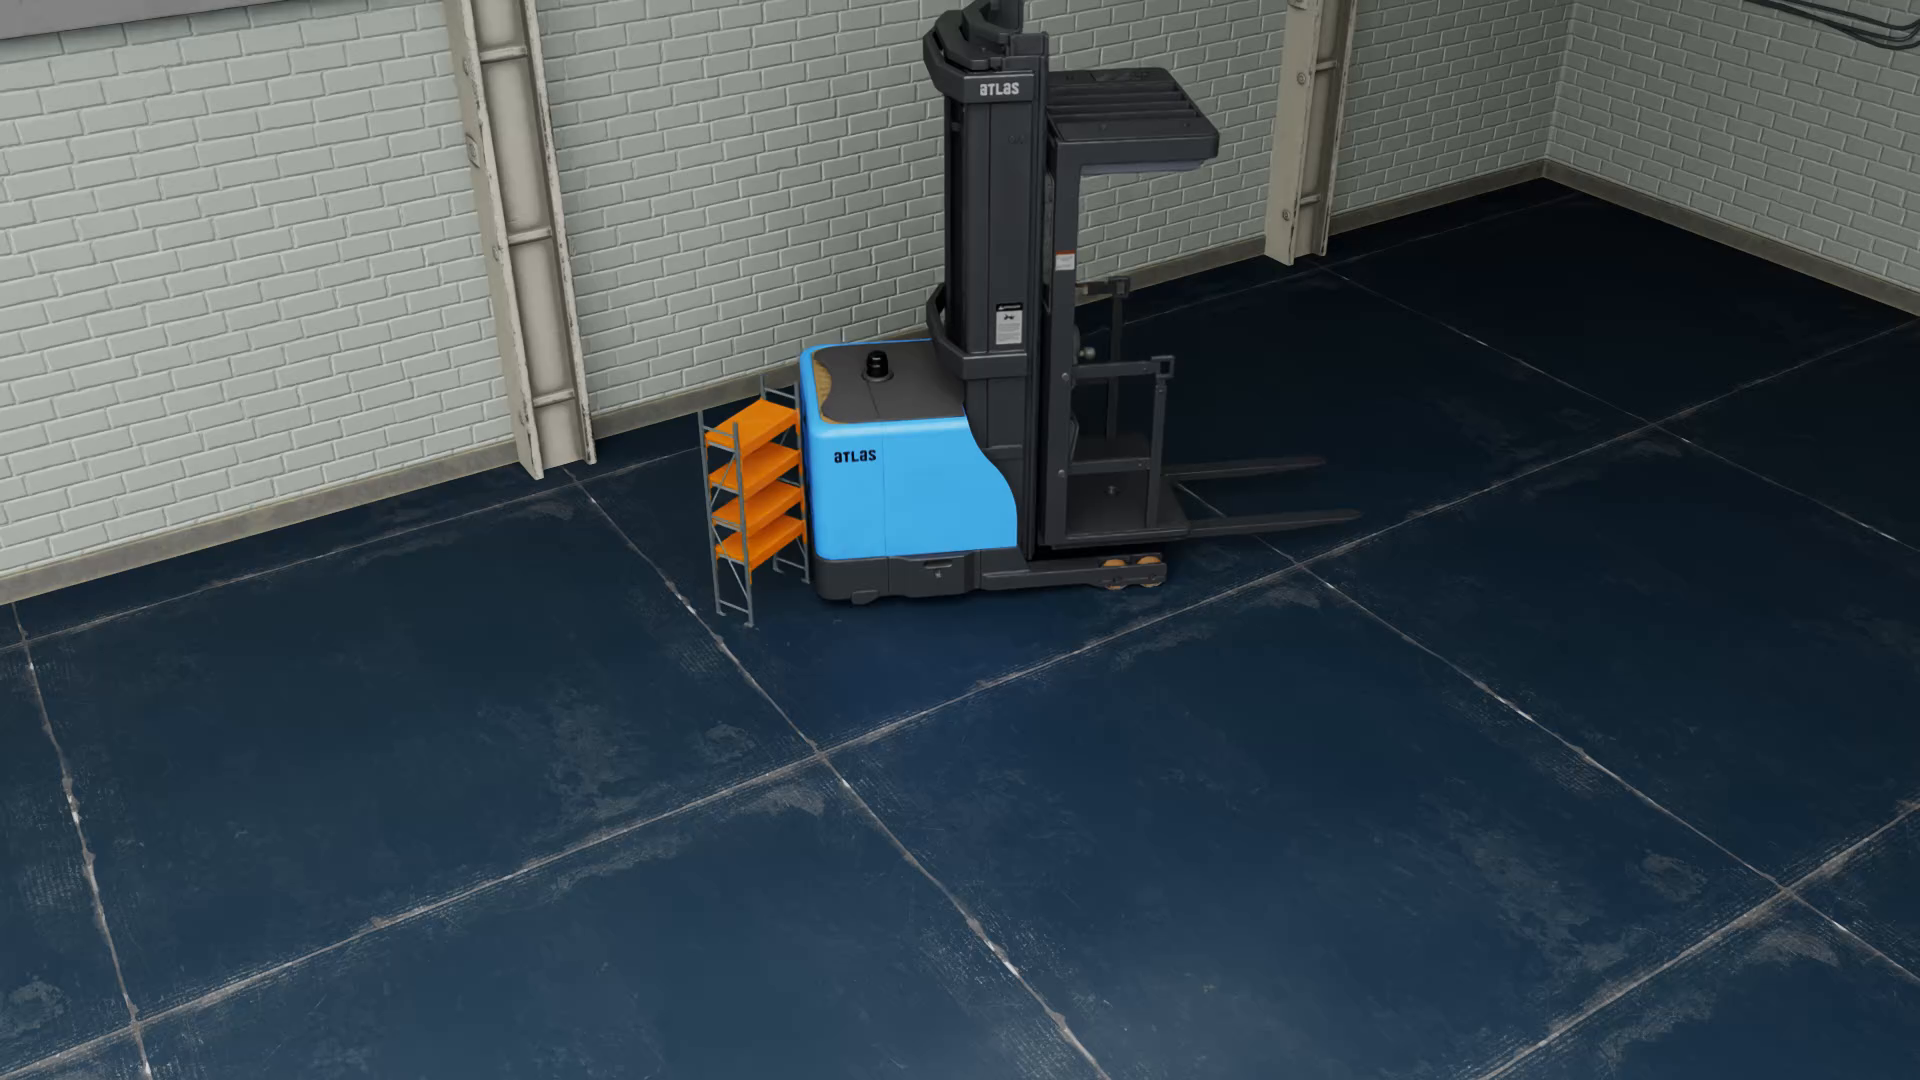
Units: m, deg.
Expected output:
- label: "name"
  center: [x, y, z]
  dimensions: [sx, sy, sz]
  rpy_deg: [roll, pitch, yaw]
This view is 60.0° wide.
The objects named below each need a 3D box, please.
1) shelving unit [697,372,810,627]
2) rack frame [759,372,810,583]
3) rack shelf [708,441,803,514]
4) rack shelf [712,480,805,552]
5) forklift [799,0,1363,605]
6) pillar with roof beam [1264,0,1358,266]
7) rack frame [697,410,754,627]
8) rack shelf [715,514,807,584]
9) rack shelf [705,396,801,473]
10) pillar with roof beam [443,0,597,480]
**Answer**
- label: "shelving unit"
  center: [-1.047, -0.201, 8.566]
  dimensions: [0.258, 1.200, 0.503]
  rpy_deg: [19, 37, 27]
- label: "rack frame"
  center: [-0.917, -0.311, 8.740]
  dimensions: [0.240, 1.200, 0.015]
  rpy_deg: [19, 37, 27]
- label: "rack shelf"
  center: [-1.047, -0.334, 8.483]
  dimensions: [0.258, 0.148, 0.480]
  rpy_deg: [19, 37, 27]
- label: "rack shelf"
  center: [-1.047, -0.144, 8.602]
  dimensions: [0.258, 0.148, 0.480]
  rpy_deg: [19, 37, 27]
- label: "forklift"
  center: [0.677, -1.246, 8.600]
  dimensions: [3.031, 2.935, 1.130]
  rpy_deg: [-4, 33, -7]
- label: "pillar with roof beam"
  center: [4.921, -4.095, 7.428]
  dimensions: [0.400, 9.000, 9.100]
  rpy_deg: [-19, 37, -27]
- label: "rack frame"
  center: [-1.178, -0.091, 8.391]
  dimensions: [0.240, 1.200, 0.015]
  rpy_deg: [19, 37, 27]
- label: "rack shelf"
  center: [-1.047, 0.024, 8.708]
  dimensions: [0.258, 0.148, 0.480]
  rpy_deg: [19, 37, 27]
- label: "rack shelf"
  center: [-1.047, -0.534, 8.356]
  dimensions: [0.258, 0.148, 0.480]
  rpy_deg: [19, 37, 27]
- label: "pillar with roof beam"
  center: [-0.122, -2.360, 4.679]
  dimensions: [0.400, 9.000, 9.100]
  rpy_deg: [-19, 37, -27]
